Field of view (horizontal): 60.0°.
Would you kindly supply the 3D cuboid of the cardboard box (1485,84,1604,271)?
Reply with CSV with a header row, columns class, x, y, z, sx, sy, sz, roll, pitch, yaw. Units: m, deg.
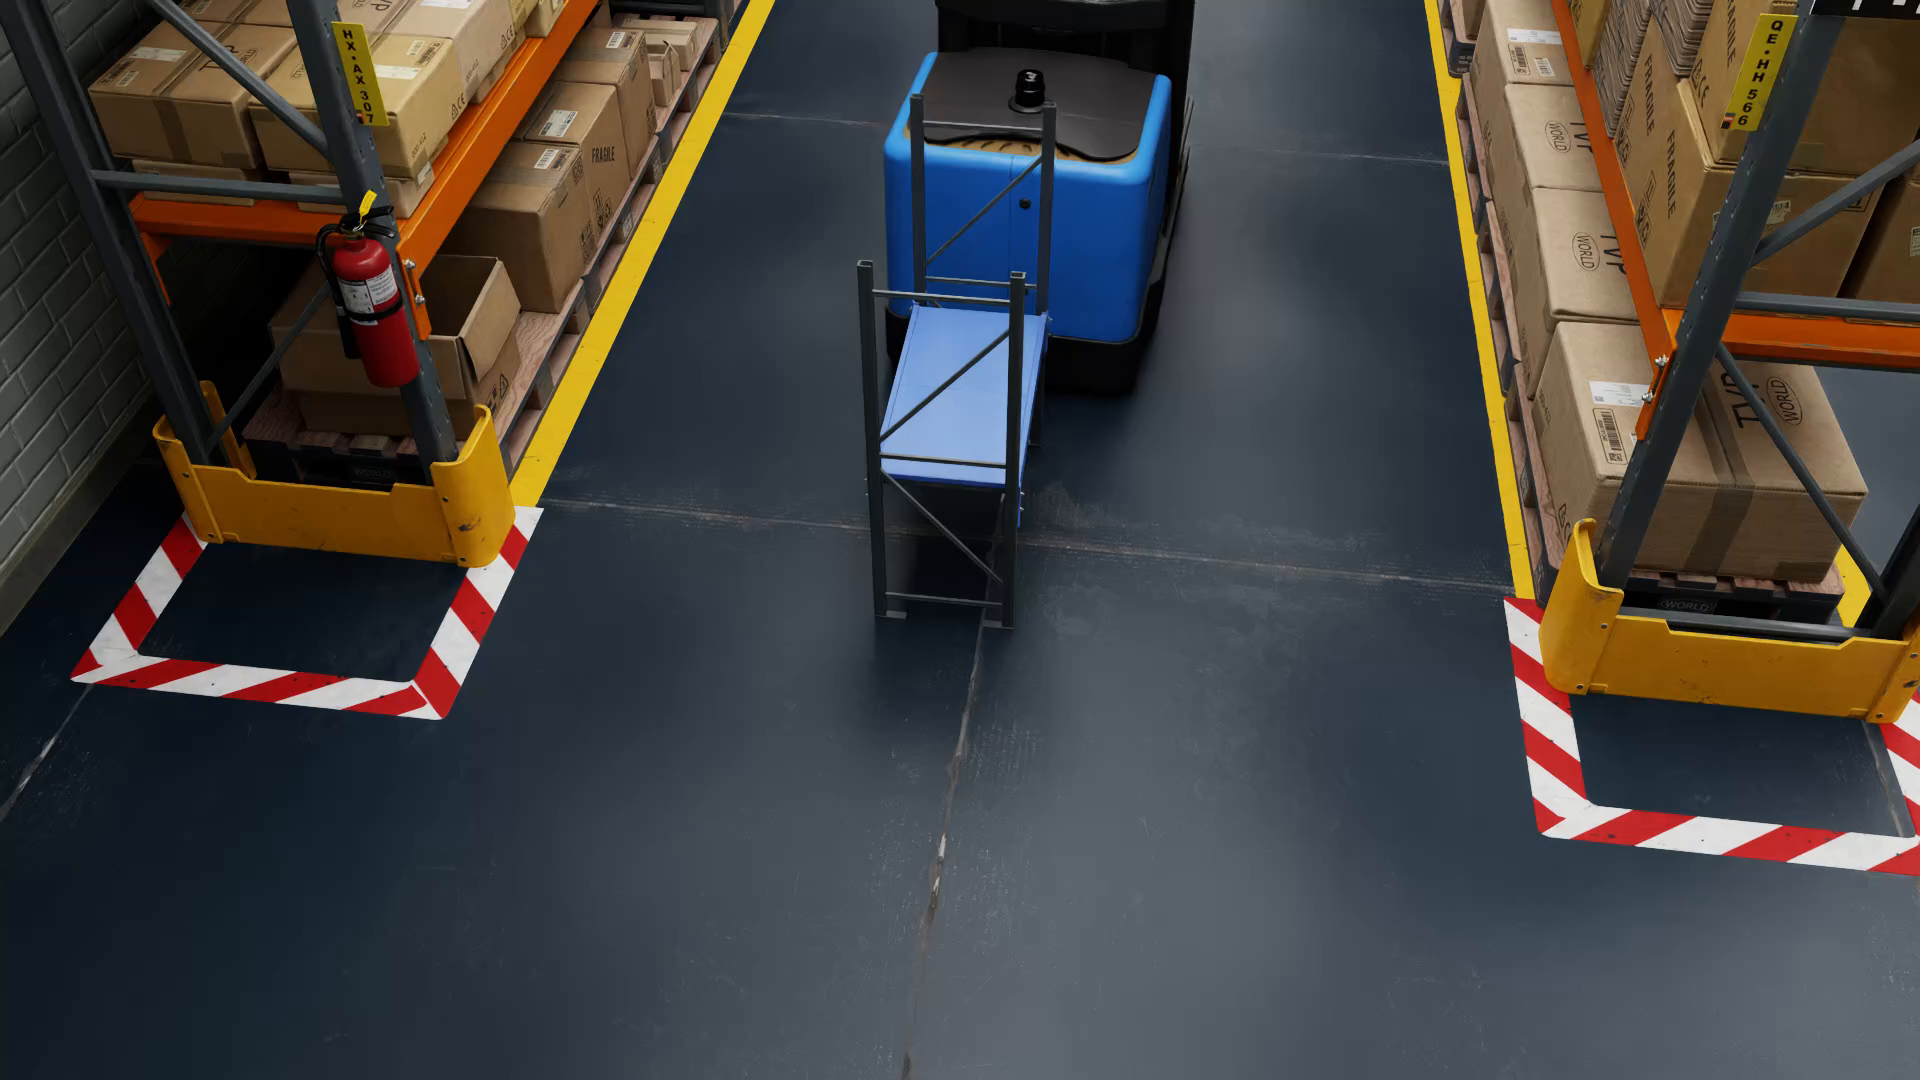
class,x,y,z,sx,sy,sz,roll,pitch,yaw
cardboard box,2.843,-1.570,7.285,0.875,0.438,0.875,4,44,4

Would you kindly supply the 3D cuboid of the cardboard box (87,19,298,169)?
class,x,y,z,sx,sy,sz,roll,pitch,yaw
cardboard box,-2.501,-1.490,5.535,0.500,0.250,0.500,6,44,7

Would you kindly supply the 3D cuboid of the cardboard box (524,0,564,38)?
class,x,y,z,sx,sy,sz,roll,pitch,yaw
cardboard box,-1.764,-2.080,6.448,0.380,0.149,0.250,4,44,4

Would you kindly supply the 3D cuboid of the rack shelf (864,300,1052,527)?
class,x,y,z,sx,sy,sz,roll,pitch,yaw
rack shelf,0.011,-0.472,5.919,0.538,0.185,1.000,5,44,6

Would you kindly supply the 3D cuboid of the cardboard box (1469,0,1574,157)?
class,x,y,z,sx,sy,sz,roll,pitch,yaw
cardboard box,2.961,-2.180,7.929,0.875,0.438,0.875,5,44,5

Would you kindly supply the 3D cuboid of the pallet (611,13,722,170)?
class,x,y,z,sx,sy,sz,roll,pitch,yaw
pallet,-1.862,-2.344,8.573,1.003,0.211,1.213,5,44,6

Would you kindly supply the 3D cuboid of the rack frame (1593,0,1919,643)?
class,x,y,z,sx,sy,sz,roll,pitch,yaw
rack frame,2.622,-0.650,4.755,1.000,3.000,0.127,5,44,6

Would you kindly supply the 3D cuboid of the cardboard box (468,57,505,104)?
class,x,y,z,sx,sy,sz,roll,pitch,yaw
cardboard box,-1.901,-1.733,6.082,0.380,0.149,0.250,7,44,7

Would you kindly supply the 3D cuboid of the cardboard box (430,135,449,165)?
class,x,y,z,sx,sy,sz,roll,pitch,yaw
cardboard box,-1.996,-1.384,5.713,0.380,0.149,0.250,6,44,7

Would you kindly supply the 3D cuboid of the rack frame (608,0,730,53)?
class,x,y,z,sx,sy,sz,roll,pitch,yaw
rack frame,-1.770,-3.825,8.108,1.000,3.000,0.127,5,44,6

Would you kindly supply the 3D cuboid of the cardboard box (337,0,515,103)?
class,x,y,z,sx,sy,sz,roll,pitch,yaw
cardboard box,-1.905,-1.781,5.842,0.500,0.250,0.500,6,44,6

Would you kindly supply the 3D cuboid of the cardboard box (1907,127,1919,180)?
class,x,y,z,sx,sy,sz,roll,pitch,yaw
cardboard box,2.968,-1.351,4.695,0.500,0.500,0.500,4,44,5

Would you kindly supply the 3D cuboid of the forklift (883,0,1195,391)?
class,x,y,z,sx,sy,sz,roll,pitch,yaw
forklift,0.497,-2.697,6.967,1.130,2.935,3.031,8,44,9

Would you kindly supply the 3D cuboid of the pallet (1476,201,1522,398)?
class,x,y,z,sx,sy,sz,roll,pitch,yaw
pallet,2.814,-1.019,7.173,1.003,0.211,1.213,5,44,6

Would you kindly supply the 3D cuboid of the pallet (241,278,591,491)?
class,x,y,z,sx,sy,sz,roll,pitch,yaw
pallet,-2.184,-0.682,6.817,1.003,0.211,1.213,5,44,6

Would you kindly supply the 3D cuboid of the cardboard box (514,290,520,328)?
class,x,y,z,sx,sy,sz,roll,pitch,yaw
cardboard box,-2.029,-0.911,6.798,0.380,0.149,0.250,4,44,4

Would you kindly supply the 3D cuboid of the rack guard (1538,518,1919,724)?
class,x,y,z,sx,sy,sz,roll,pitch,yaw
rack guard,2.619,0.274,5.597,1.175,0.500,0.348,5,44,6

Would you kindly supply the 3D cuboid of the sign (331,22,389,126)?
class,x,y,z,sx,sy,sz,roll,pitch,yaw
sign,-1.761,-1.364,4.879,0.100,0.325,0.005,5,44,6

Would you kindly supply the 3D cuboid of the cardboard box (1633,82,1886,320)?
class,x,y,z,sx,sy,sz,roll,pitch,yaw
cardboard box,2.423,-1.039,5.093,0.500,0.500,0.500,5,44,6

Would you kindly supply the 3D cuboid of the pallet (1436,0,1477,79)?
class,x,y,z,sx,sy,sz,roll,pitch,yaw
pallet,3.178,-2.897,9.156,1.003,0.211,1.213,5,44,6

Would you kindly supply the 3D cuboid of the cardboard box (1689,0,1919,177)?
class,x,y,z,sx,sy,sz,roll,pitch,yaw
cardboard box,2.450,-1.400,4.747,0.500,0.500,0.500,7,44,7

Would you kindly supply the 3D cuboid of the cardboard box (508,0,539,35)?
class,x,y,z,sx,sy,sz,roll,pitch,yaw
cardboard box,-1.842,-2.127,6.207,0.500,0.250,0.500,4,44,5

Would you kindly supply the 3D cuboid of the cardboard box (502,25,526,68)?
class,x,y,z,sx,sy,sz,roll,pitch,yaw
cardboard box,-1.872,-1.915,6.273,0.380,0.149,0.250,6,44,6

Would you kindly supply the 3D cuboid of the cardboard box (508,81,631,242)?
class,x,y,z,sx,sy,sz,roll,pitch,yaw
cardboard box,-1.803,-1.682,7.358,0.500,0.500,0.500,6,44,6

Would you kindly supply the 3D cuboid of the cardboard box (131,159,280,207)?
class,x,y,z,sx,sy,sz,roll,pitch,yaw
cardboard box,-2.521,-1.258,5.580,0.380,0.149,0.250,5,44,5

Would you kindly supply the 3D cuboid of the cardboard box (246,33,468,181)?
class,x,y,z,sx,sy,sz,roll,pitch,yaw
cardboard box,-1.972,-1.437,5.479,0.500,0.250,0.500,5,44,6

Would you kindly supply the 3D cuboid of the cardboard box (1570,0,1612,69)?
class,x,y,z,sx,sy,sz,roll,pitch,yaw
cardboard box,2.618,-2.085,6.197,0.500,0.500,0.500,6,44,7

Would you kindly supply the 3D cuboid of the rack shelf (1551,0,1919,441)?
class,x,y,z,sx,sy,sz,roll,pitch,yaw
rack shelf,2.886,-1.752,6.442,1.077,0.370,4.000,5,44,6

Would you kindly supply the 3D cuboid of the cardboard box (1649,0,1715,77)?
class,x,y,z,sx,sy,sz,roll,pitch,yaw
cardboard box,2.490,-1.759,5.126,0.500,0.500,0.500,5,44,6

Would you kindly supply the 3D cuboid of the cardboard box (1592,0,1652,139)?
class,x,y,z,sx,sy,sz,roll,pitch,yaw
cardboard box,2.563,-1.732,5.824,0.500,0.500,0.500,6,44,7

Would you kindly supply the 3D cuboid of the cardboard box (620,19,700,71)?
class,x,y,z,sx,sy,sz,roll,pitch,yaw
cardboard box,-1.553,-2.536,8.515,0.380,0.149,0.250,4,44,4

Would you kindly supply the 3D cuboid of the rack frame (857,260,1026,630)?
class,x,y,z,sx,sy,sz,roll,pitch,yaw
rack frame,-0.056,-0.256,5.430,0.500,1.500,0.032,5,44,6

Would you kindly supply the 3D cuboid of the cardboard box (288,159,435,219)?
class,x,y,z,sx,sy,sz,roll,pitch,yaw
cardboard box,-1.983,-1.207,5.526,0.380,0.149,0.250,5,44,5

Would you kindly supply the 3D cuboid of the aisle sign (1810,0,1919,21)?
class,x,y,z,sx,sy,sz,roll,pitch,yaw
aisle sign,2.305,-1.573,3.839,0.394,0.787,0.004,5,44,6

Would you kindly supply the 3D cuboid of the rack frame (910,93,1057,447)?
class,x,y,z,sx,sy,sz,roll,pitch,yaw
rack frame,0.078,-0.949,6.162,0.500,1.500,0.032,5,44,6

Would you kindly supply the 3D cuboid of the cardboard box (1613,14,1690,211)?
class,x,y,z,sx,sy,sz,roll,pitch,yaw
cardboard box,2.504,-1.380,5.453,0.500,0.500,0.500,4,44,5

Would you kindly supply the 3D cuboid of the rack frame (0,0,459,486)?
class,x,y,z,sx,sy,sz,roll,pitch,yaw
rack frame,-2.299,-1.099,5.229,1.000,3.000,0.127,5,44,6

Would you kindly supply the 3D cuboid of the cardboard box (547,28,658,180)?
class,x,y,z,sx,sy,sz,roll,pitch,yaw
cardboard box,-1.835,-2.039,7.734,0.700,0.500,0.500,4,44,4

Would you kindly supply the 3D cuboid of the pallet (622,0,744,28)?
class,x,y,z,sx,sy,sz,roll,pitch,yaw
pallet,-1.700,-3.370,9.656,1.003,0.211,1.213,5,44,6

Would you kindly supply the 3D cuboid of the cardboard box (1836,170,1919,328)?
class,x,y,z,sx,sy,sz,roll,pitch,yaw
cardboard box,2.970,-0.988,5.039,0.500,0.500,0.500,5,44,5

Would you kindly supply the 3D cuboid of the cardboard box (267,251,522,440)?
class,x,y,z,sx,sy,sz,roll,pitch,yaw
cardboard box,-2.124,-0.753,6.374,0.797,0.503,0.637,4,44,4

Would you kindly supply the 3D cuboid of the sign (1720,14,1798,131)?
class,x,y,z,sx,sy,sz,roll,pitch,yaw
sign,2.086,-1.216,4.338,0.100,0.325,0.005,5,44,6

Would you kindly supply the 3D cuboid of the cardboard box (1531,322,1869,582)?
class,x,y,z,sx,sy,sz,roll,pitch,yaw
cardboard box,2.610,-0.331,5.976,0.875,0.438,0.875,4,44,4

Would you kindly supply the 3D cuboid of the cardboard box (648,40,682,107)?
class,x,y,z,sx,sy,sz,roll,pitch,yaw
cardboard box,-1.600,-2.335,8.218,0.396,0.266,0.258,7,44,7

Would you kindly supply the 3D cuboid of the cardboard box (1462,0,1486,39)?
class,x,y,z,sx,sy,sz,roll,pitch,yaw
cardboard box,3.153,-3.187,8.674,0.875,0.875,0.875,6,44,7

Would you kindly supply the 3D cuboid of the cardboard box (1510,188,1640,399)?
class,x,y,z,sx,sy,sz,roll,pitch,yaw
cardboard box,2.723,-0.956,6.636,0.875,0.438,0.875,6,44,7

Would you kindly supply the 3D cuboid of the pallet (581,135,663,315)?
class,x,y,z,sx,sy,sz,roll,pitch,yaw
pallet,-2.021,-1.511,7.692,1.003,0.211,1.213,5,44,6

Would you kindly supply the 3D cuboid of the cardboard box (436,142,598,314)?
class,x,y,z,sx,sy,sz,roll,pitch,yaw
cardboard box,-1.972,-1.331,6.987,0.700,0.500,0.500,7,44,7

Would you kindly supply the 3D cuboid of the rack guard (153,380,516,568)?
class,x,y,z,sx,sy,sz,roll,pitch,yaw
rack guard,-2.289,-0.243,6.143,1.175,0.500,0.348,5,44,6

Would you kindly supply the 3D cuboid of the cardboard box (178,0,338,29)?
class,x,y,z,sx,sy,sz,roll,pitch,yaw
cardboard box,-2.432,-1.842,5.906,0.500,0.250,0.500,5,44,6

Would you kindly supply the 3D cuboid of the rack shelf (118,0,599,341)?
class,x,y,z,sx,sy,sz,roll,pitch,yaw
rack shelf,-2.034,-2.201,6.916,1.077,0.370,4.000,5,44,6

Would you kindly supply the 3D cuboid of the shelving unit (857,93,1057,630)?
class,x,y,z,sx,sy,sz,roll,pitch,yaw
shelving unit,0.011,-0.603,5.796,0.538,1.500,1.048,5,44,6

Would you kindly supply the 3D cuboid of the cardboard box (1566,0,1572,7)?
class,x,y,z,sx,sy,sz,roll,pitch,yaw
cardboard box,2.686,-2.436,6.568,0.500,0.500,0.500,5,44,6

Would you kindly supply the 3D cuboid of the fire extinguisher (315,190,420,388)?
class,x,y,z,sx,sy,sz,roll,pitch,yaw
fire extinguisher,-1.860,-0.793,5.234,0.296,0.674,0.183,5,44,6

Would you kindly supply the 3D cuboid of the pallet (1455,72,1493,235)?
class,x,y,z,sx,sy,sz,roll,pitch,yaw
pallet,2.973,-1.853,8.053,1.003,0.211,1.213,5,44,6

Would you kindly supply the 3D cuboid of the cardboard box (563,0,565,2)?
class,x,y,z,sx,sy,sz,roll,pitch,yaw
cardboard box,-1.749,-2.262,6.640,0.380,0.149,0.250,6,44,6

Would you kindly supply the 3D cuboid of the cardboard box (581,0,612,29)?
class,x,y,z,sx,sy,sz,roll,pitch,yaw
cardboard box,-2.092,-2.572,8.435,0.500,0.311,0.500,7,44,7

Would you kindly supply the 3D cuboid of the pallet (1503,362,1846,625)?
class,x,y,z,sx,sy,sz,roll,pitch,yaw
pallet,2.650,-0.190,6.297,1.003,0.211,1.213,5,44,6
